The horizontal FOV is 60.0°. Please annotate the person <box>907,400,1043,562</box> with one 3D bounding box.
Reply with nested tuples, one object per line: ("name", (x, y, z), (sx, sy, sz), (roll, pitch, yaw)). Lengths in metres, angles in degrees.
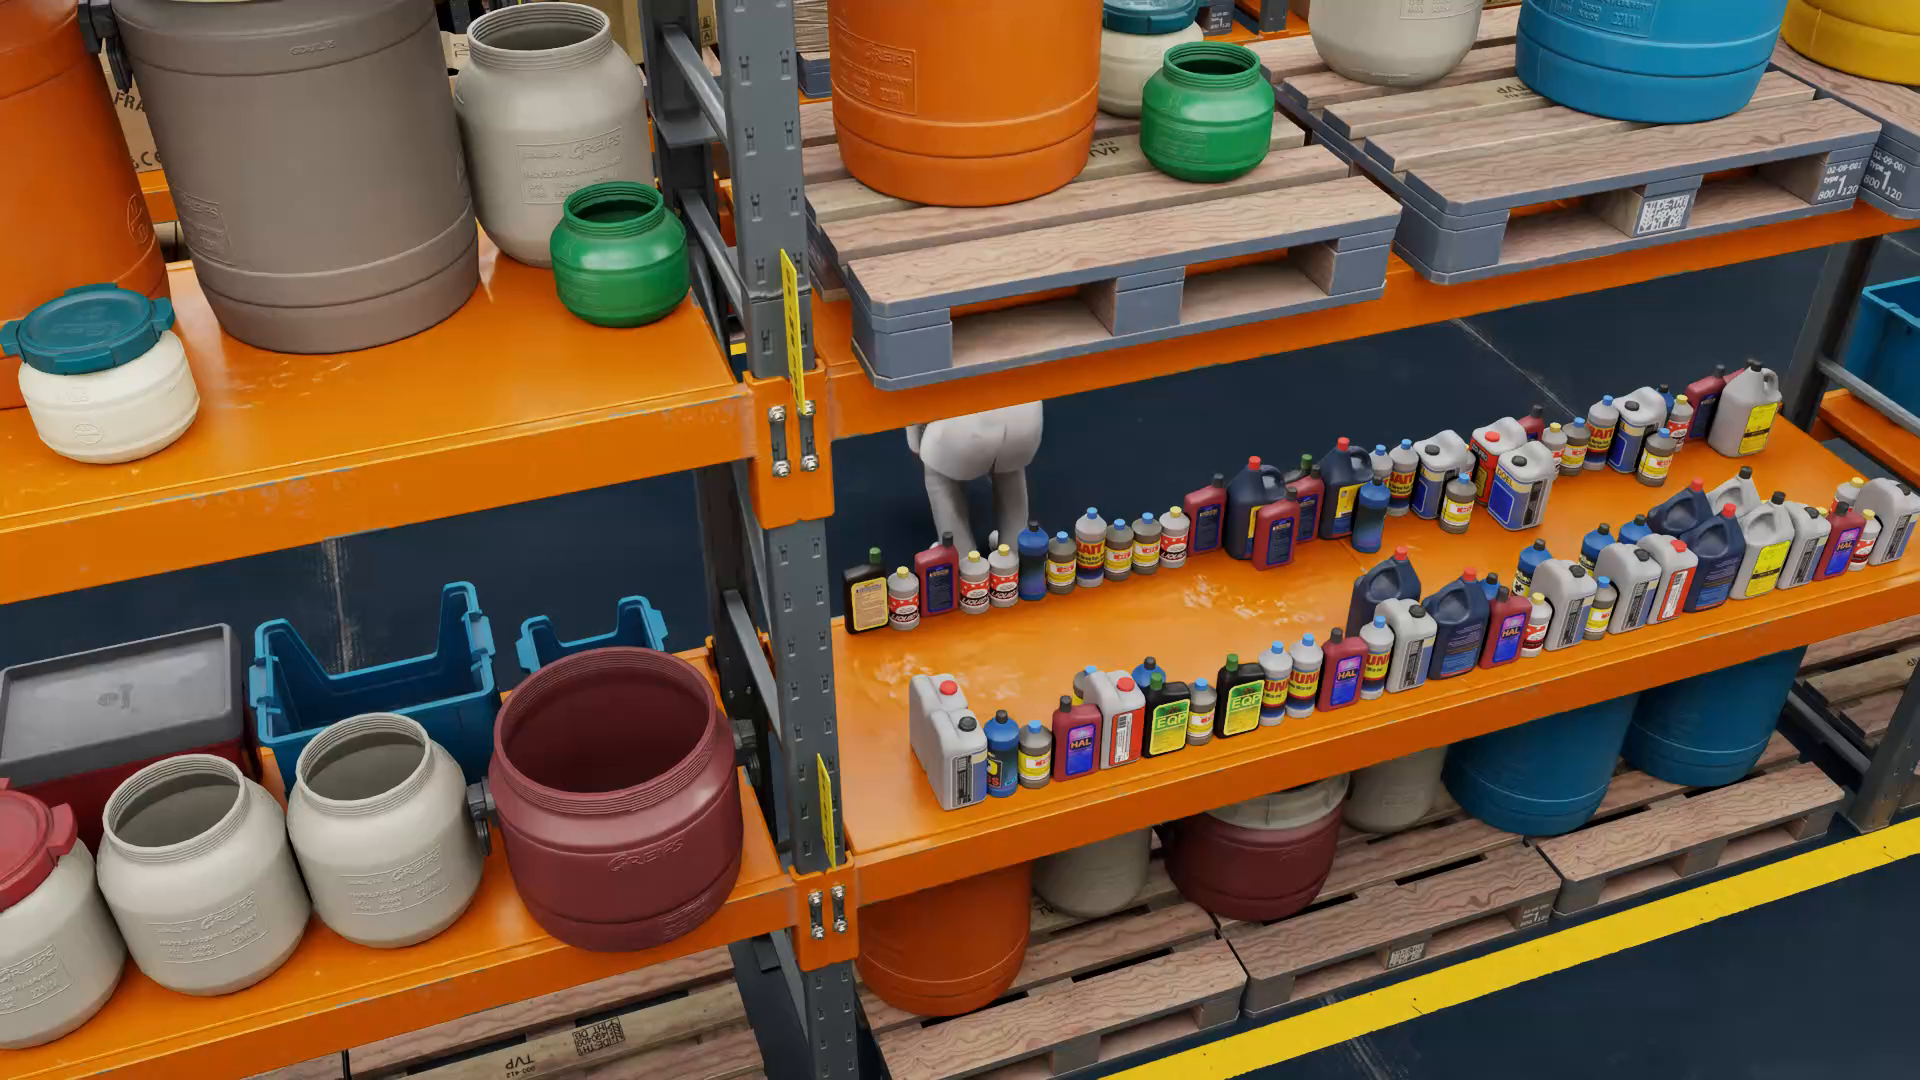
("person", (0.015, -0.476, 7.254), (0.559, 1.219, 0.929), (-14, 39, -17))
